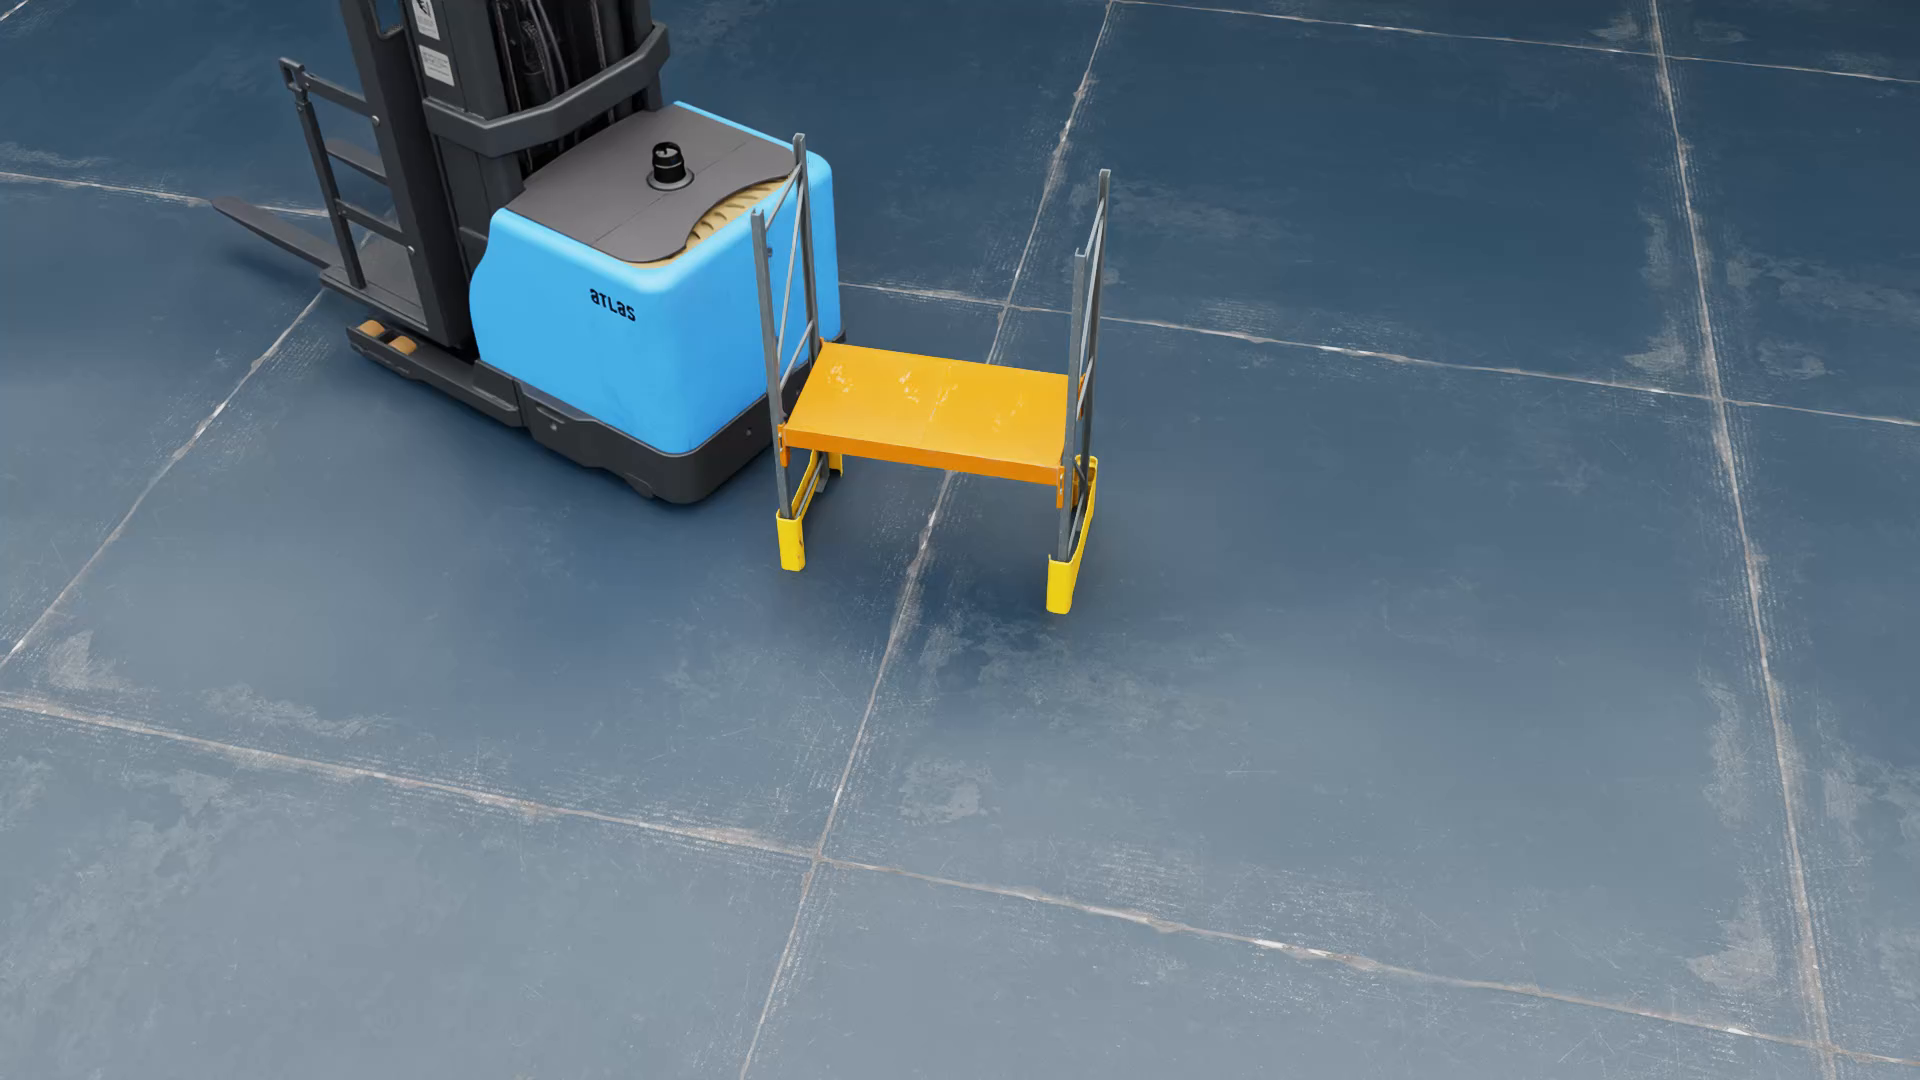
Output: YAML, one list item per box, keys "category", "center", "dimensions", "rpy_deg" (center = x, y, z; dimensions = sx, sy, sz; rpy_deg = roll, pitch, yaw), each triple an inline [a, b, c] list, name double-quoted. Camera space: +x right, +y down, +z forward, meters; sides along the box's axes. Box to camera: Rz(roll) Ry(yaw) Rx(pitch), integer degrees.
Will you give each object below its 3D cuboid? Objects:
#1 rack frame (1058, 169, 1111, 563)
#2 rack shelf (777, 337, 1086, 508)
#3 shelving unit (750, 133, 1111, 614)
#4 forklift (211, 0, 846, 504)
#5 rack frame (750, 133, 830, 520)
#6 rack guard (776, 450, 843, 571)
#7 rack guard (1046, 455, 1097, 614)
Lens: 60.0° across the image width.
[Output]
- category: "rack frame"
  center: [0.413, -0.476, 5.663]
  dimensions: [0.032, 1.500, 0.500]
  rpy_deg: [9, 45, 9]
- category: "rack shelf"
  center: [-0.083, -0.424, 5.868]
  dimensions: [1.000, 0.185, 0.538]
  rpy_deg: [9, 45, 9]
- category: "shelving unit"
  center: [-0.074, -0.552, 5.742]
  dimensions: [1.083, 1.500, 0.587]
  rpy_deg: [9, 45, 9]
- category: "forklift"
  center: [-1.961, -2.012, 6.227]
  dimensions: [3.031, 2.935, 1.130]
  rpy_deg: [26, 50, 24]
- category: "rack frame"
  center: [-0.579, -0.630, 5.823]
  dimensions: [0.032, 1.500, 0.500]
  rpy_deg: [9, 45, 9]
- category: "rack guard"
  center: [-0.560, -0.177, 6.254]
  dimensions: [0.087, 0.250, 0.587]
  rpy_deg: [9, 45, 9]
- category: "rack guard"
  center: [0.412, -0.026, 6.097]
  dimensions: [0.087, 0.250, 0.587]
  rpy_deg: [9, 45, 9]
